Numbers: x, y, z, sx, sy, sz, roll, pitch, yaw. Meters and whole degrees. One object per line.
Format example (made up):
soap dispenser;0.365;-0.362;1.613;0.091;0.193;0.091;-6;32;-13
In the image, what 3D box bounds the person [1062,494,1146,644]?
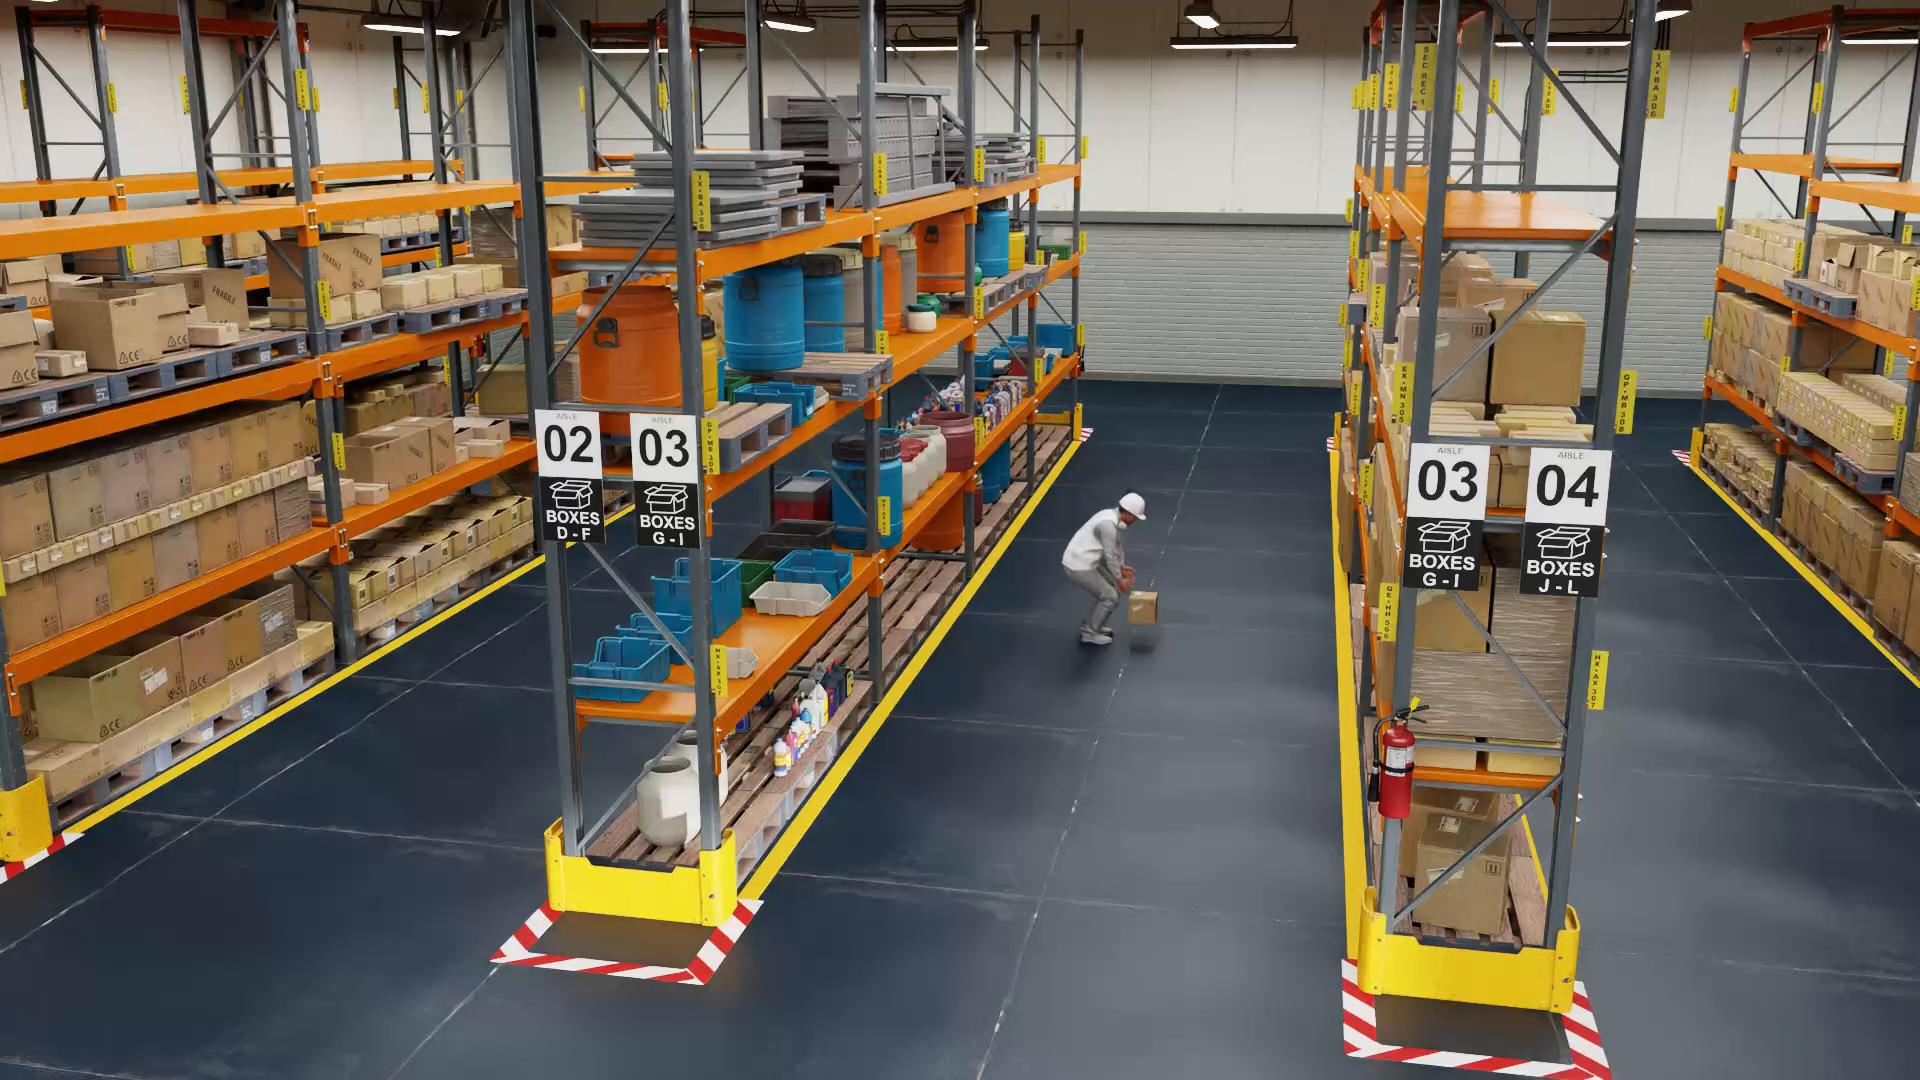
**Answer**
person;1.357;0.244;15.728;0.768;1.422;0.592;3;15;11
